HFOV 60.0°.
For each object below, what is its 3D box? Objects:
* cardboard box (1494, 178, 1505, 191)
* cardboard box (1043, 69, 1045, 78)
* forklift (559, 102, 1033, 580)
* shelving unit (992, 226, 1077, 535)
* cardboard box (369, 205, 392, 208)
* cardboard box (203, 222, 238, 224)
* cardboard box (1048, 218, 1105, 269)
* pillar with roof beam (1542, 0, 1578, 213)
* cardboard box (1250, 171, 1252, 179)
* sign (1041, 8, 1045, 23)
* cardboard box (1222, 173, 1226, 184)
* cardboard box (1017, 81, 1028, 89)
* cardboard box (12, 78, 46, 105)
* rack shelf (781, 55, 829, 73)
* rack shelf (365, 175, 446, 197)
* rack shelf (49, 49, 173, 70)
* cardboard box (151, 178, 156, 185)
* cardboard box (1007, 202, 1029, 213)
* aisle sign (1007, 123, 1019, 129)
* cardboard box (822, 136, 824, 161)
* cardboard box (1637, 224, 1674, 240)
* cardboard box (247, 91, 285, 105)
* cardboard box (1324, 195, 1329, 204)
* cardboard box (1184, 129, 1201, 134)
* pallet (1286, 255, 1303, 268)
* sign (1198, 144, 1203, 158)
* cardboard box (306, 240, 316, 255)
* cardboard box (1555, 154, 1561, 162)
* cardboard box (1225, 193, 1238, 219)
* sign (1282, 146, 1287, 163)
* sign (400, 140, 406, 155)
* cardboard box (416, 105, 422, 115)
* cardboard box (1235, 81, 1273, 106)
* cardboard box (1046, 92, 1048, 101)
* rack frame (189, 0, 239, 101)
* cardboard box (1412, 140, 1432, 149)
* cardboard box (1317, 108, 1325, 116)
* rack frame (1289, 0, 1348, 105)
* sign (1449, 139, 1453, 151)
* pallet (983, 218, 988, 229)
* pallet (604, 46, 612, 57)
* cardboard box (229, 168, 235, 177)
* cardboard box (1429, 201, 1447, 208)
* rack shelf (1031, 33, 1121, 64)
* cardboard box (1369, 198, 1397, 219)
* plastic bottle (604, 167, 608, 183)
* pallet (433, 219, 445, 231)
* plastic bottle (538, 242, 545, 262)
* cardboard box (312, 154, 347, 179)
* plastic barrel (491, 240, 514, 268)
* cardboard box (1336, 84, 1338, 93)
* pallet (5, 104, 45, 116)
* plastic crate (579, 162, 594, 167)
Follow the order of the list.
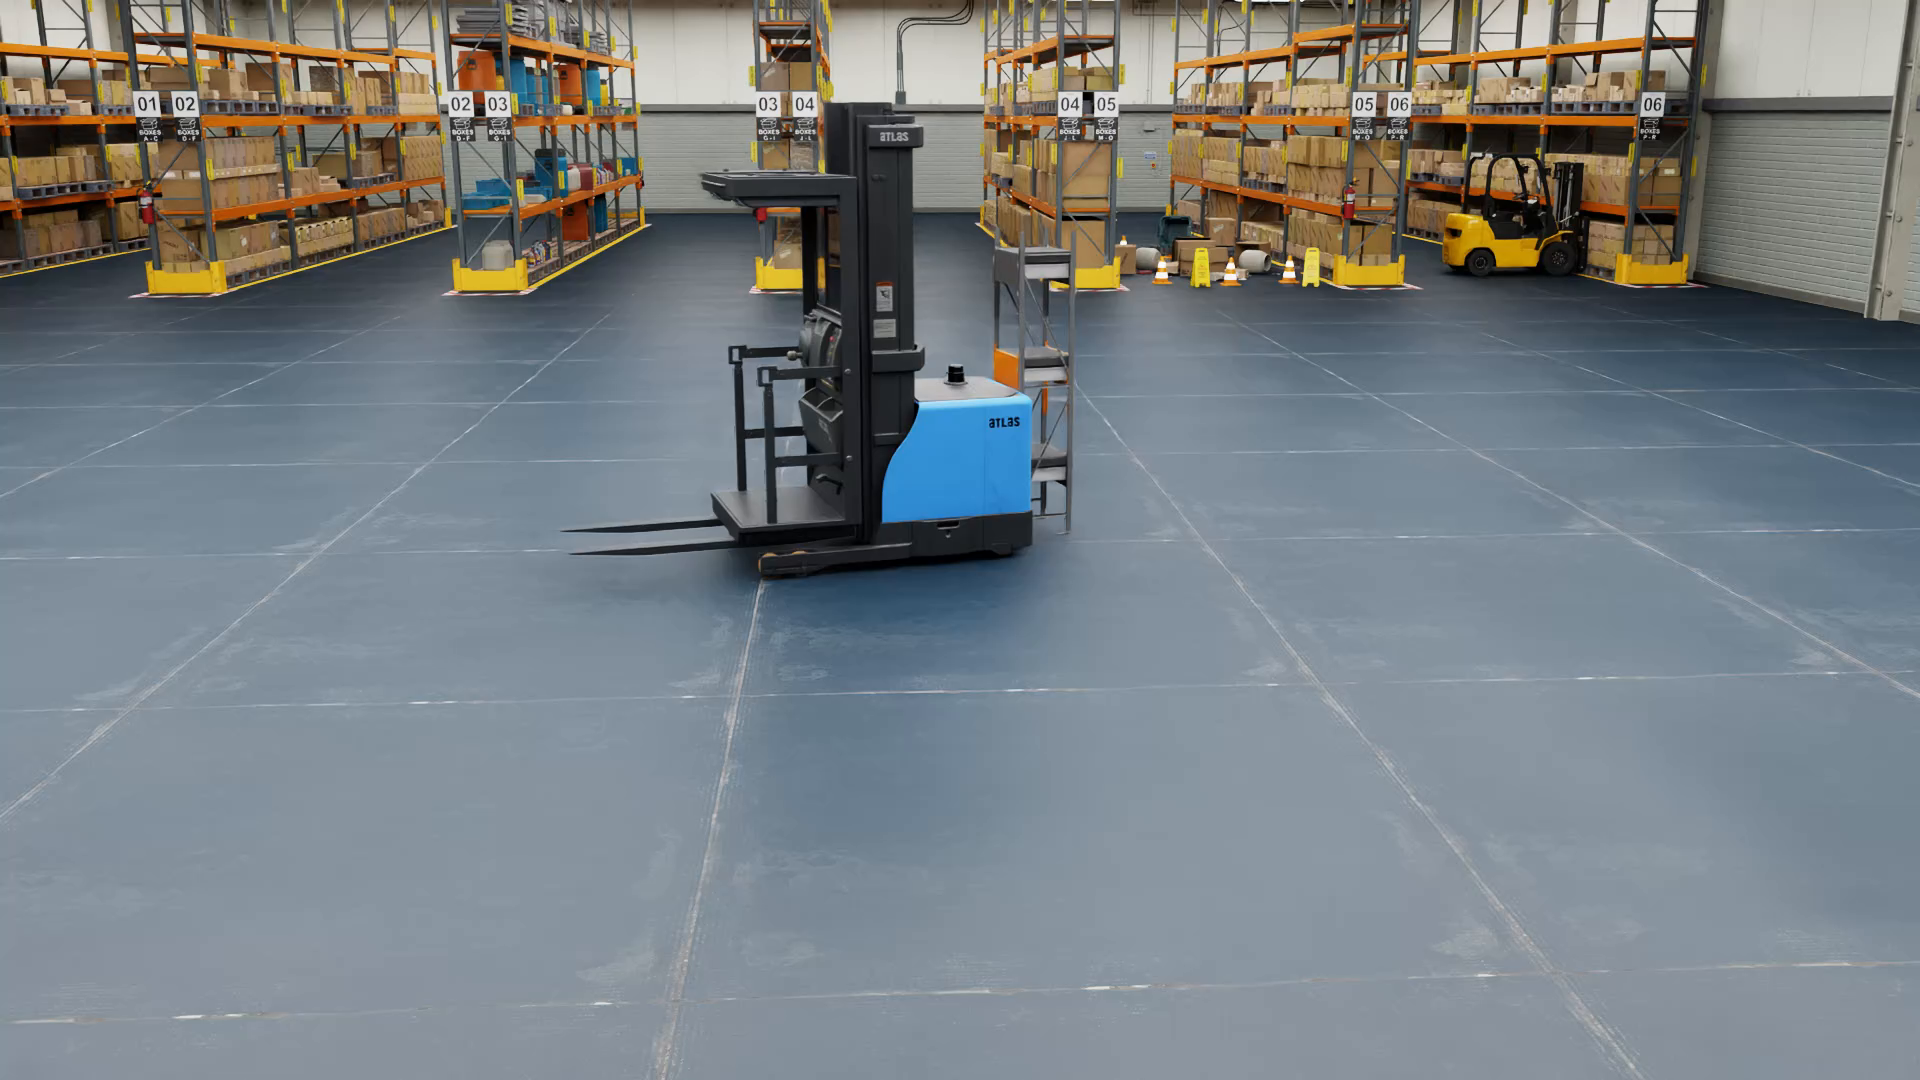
[{"bbox_3d":[11.385,-7.353,34.387,0.500,0.250,0.500,0,14,-2],"label":"cardboard box"},{"bbox_3d":[1.660,-8.180,29.141,0.380,0.149,0.250,-1,14,-3],"label":"cardboard box"},{"bbox_3d":[-1.088,-1.316,10.759,3.031,2.935,1.130,-5,15,-18],"label":"forklift"},{"bbox_3d":[0.510,-1.102,11.596,0.431,2.100,0.503,-5,15,-18],"label":"shelving unit"},{"bbox_3d":[-13.792,-7.674,39.467,0.500,0.500,0.500,-1,14,-3],"label":"cardboard box"},{"bbox_3d":[-13.200,-5.411,29.707,0.500,0.500,0.500,-1,14,-3],"label":"cardboard box"},{"bbox_3d":[2.006,-5.096,28.732,0.875,0.875,0.875,-1,14,-3],"label":"cardboard box"},{"bbox_3d":[8.190,-10.451,34.085,9.100,9.000,0.400,-1,14,-3],"label":"pillar with roof beam"},{"bbox_3d":[6.342,-7.703,35.107,0.380,0.149,0.250,-2,15,-7],"label":"cardboard box"},{"bbox_3d":[1.924,-12.182,38.623,0.100,0.325,0.005,-1,14,-3],"label":"sign"},{"bbox_3d":[6.199,-8.146,37.468,0.500,0.250,0.500,-1,14,-4],"label":"cardboard box"},{"bbox_3d":[1.334,-9.712,35.495,0.396,0.266,0.258,-1,14,-3],"label":"cardboard box"},{"bbox_3d":[-17.953,-8.616,31.930,0.500,0.500,0.500,-1,14,-5],"label":"cardboard box"},{"bbox_3d":[-3.463,-10.552,36.726,1.077,0.370,4.000,-1,14,-3],"label":"rack shelf"},{"bbox_3d":[-13.598,-8.684,40.700,1.077,0.370,4.000,-1,14,-3],"label":"rack shelf"},{"bbox_3d":[-18.294,-10.323,35.835,1.077,0.370,4.000,-1,14,-3],"label":"rack shelf"},{"bbox_3d":[-18.079,-7.949,36.864,0.380,0.149,0.250,-1,14,-5],"label":"cardboard box"},{"bbox_3d":[1.314,-7.265,36.412,0.500,0.250,0.500,-1,14,-5],"label":"cardboard box"},{"bbox_3d":[1.417,-11.015,43.099,0.394,0.787,0.004,-1,14,-3],"label":"aisle sign"},{"bbox_3d":[-2.756,-7.142,30.459,0.500,0.500,0.500,-1,14,-3],"label":"cardboard box"},{"bbox_3d":[12.161,-5.411,29.206,0.500,0.250,0.500,-1,14,-4],"label":"cardboard box"},{"bbox_3d":[-13.007,-8.282,31.133,0.500,0.250,0.500,1,14,2],"label":"cardboard box"},{"bbox_3d":[6.644,-6.012,29.377,0.380,0.149,0.250,-1,14,-2],"label":"cardboard box"},{"bbox_3d":[5.895,-10.328,42.140,0.380,0.149,0.250,-1,14,-3],"label":"cardboard box"},{"bbox_3d":[6.877,-5.333,31.830,1.003,0.211,1.213,-1,14,-3],"label":"pallet"},{"bbox_3d":[5.751,-9.288,39.710,0.100,0.325,0.005,-1,14,-3],"label":"sign"},{"bbox_3d":[-12.786,-5.648,32.133,0.500,0.250,0.500,-1,14,-2],"label":"cardboard box"},{"bbox_3d":[11.602,-7.287,31.728,0.380,0.149,0.250,-1,14,-3],"label":"cardboard box"},{"bbox_3d":[6.541,-7.414,37.743,0.875,0.875,0.875,-1,14,-3],"label":"cardboard box"},{"bbox_3d":[6.246,-7.401,31.948,0.100,0.325,0.005,-1,14,-3],"label":"sign"},{"bbox_3d":[-12.920,-9.105,38.569,0.100,0.325,0.005,-1,14,-3],"label":"sign"},{"bbox_3d":[-13.348,-10.412,40.257,0.500,0.250,0.500,-1,14,-3],"label":"cardboard box"},{"bbox_3d":[6.378,-9.642,35.912,0.797,0.503,0.637,-2,15,-7],"label":"cardboard box"},{"bbox_3d":[1.692,-7.667,28.746,0.380,0.149,0.250,-1,14,-4],"label":"cardboard box"},{"bbox_3d":[-18.666,-12.357,41.495,1.000,3.000,0.127,-1,14,-3],"label":"rack frame"},{"bbox_3d":[11.432,-9.726,41.507,0.500,0.500,0.500,-1,14,-5],"label":"cardboard box"},{"bbox_3d":[6.607,-7.652,29.731,0.380,0.149,0.250,-1,14,-4],"label":"cardboard box"},{"bbox_3d":[6.800,-9.755,31.382,1.000,3.000,0.127,-1,14,-3],"label":"rack frame"},{"bbox_3d":[11.812,-9.487,40.056,0.100,0.325,0.005,-1,14,-3],"label":"sign"},{"bbox_3d":[1.142,-8.161,42.821,1.003,0.211,1.213,-1,14,-3],"label":"pallet"},{"bbox_3d":[-8.448,-11.025,37.498,1.003,0.211,1.213,-1,14,-3],"label":"pallet"},{"bbox_3d":[-12.605,-6.270,28.374,0.380,0.149,0.250,-1,14,-5],"label":"cardboard box"},{"bbox_3d":[11.159,-7.807,38.721,0.380,0.149,0.250,0,14,-1],"label":"cardboard box"},{"bbox_3d":[1.990,-8.614,29.194,1.077,0.370,4.000,-1,14,-3],"label":"rack shelf"},{"bbox_3d":[10.968,-8.538,42.864,0.700,0.500,0.500,0,14,-1],"label":"cardboard box"},{"bbox_3d":[-8.146,-8.363,38.108,0.144,0.351,0.185,-1,14,-3],"label":"plastic bottle"},{"bbox_3d":[-13.667,-7.962,42.047,1.003,0.211,1.213,-1,14,-3],"label":"pallet"},{"bbox_3d":[-7.675,-5.267,30.410,0.144,0.351,0.185,-1,14,-4],"label":"plastic bottle"},{"bbox_3d":[-13.378,-7.946,35.348,0.700,0.500,0.500,-6,16,-22],"label":"cardboard box"},{"bbox_3d":[-7.935,-4.911,28.745,0.421,0.512,0.421,0,14,0],"label":"plastic barrel"},{"bbox_3d":[6.756,-7.844,28.876,0.380,0.149,0.250,-1,14,-3],"label":"cardboard box"},{"bbox_3d":[-17.854,-7.984,30.896,1.213,0.211,1.003,-1,14,-3],"label":"pallet"},{"bbox_3d":[-8.899,-8.742,39.396,0.392,0.384,0.575,-1,14,-3],"label":"plastic crate"}]
